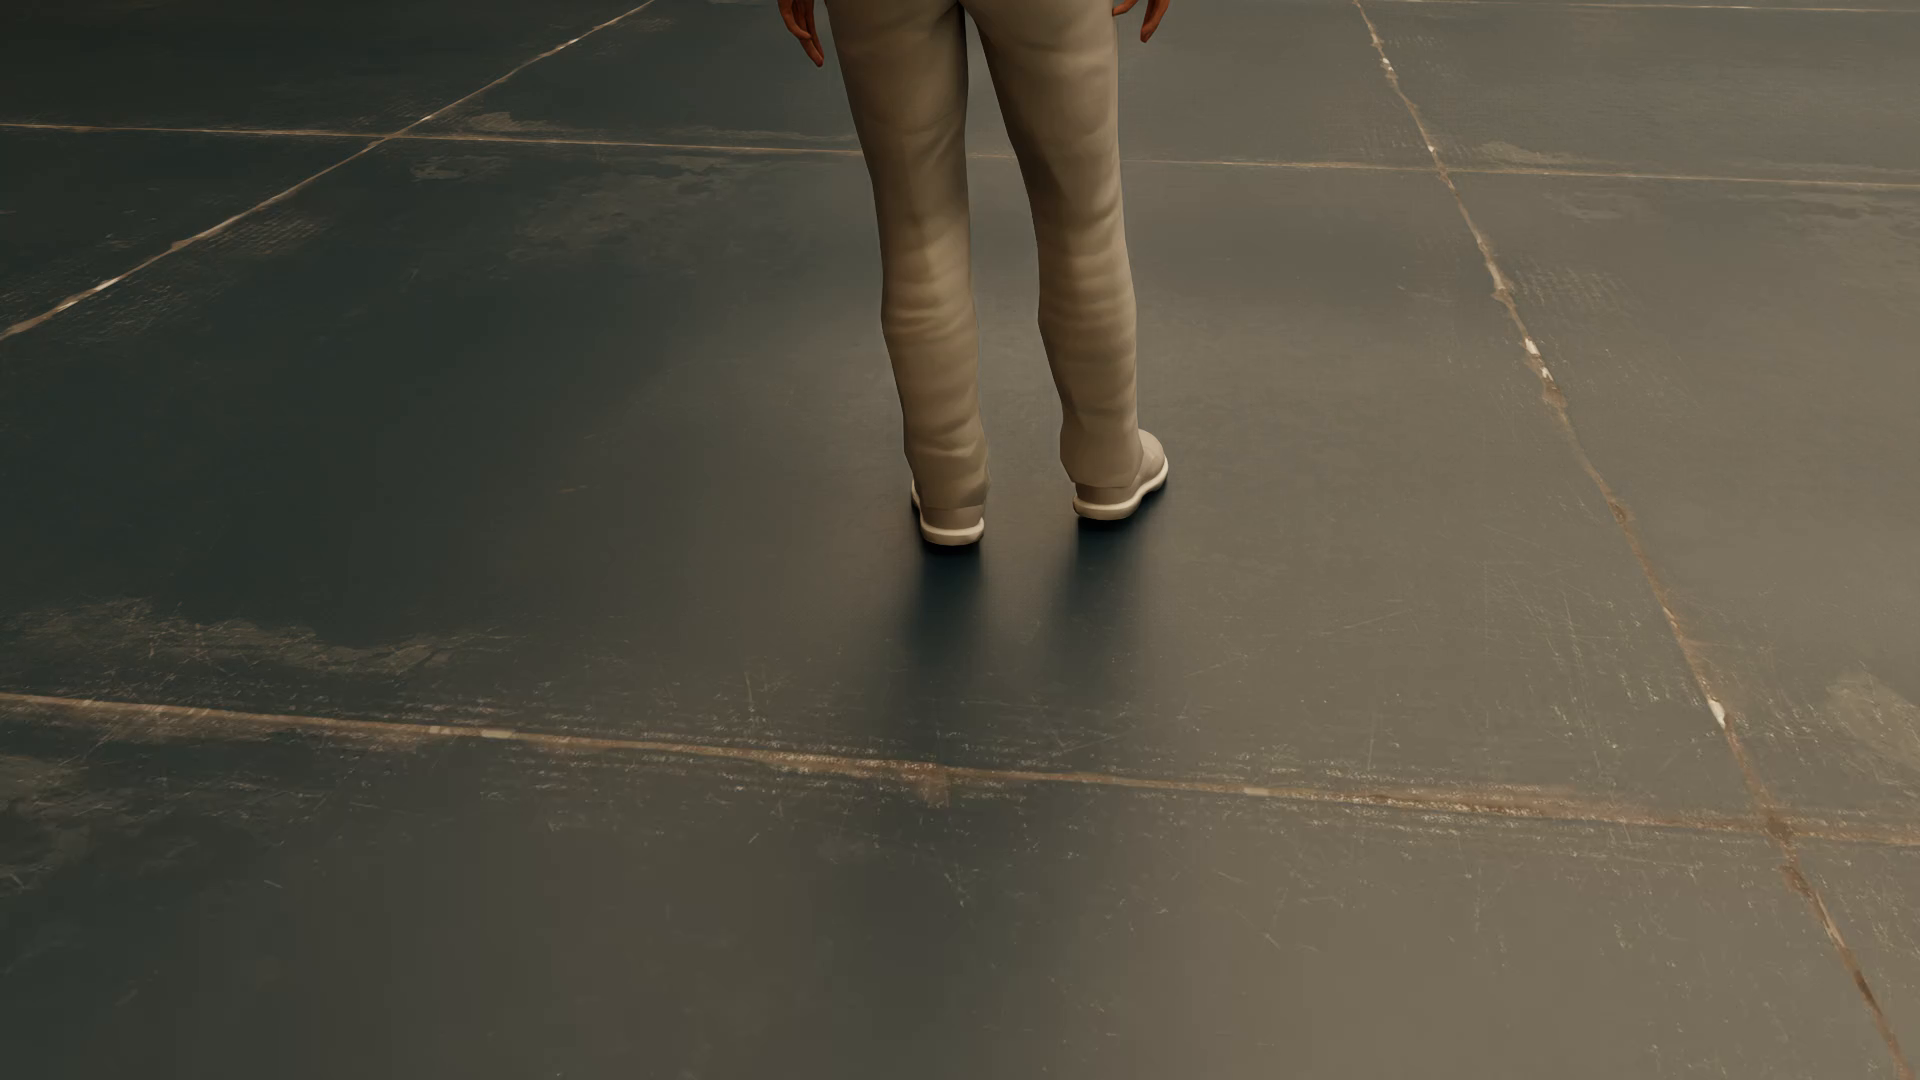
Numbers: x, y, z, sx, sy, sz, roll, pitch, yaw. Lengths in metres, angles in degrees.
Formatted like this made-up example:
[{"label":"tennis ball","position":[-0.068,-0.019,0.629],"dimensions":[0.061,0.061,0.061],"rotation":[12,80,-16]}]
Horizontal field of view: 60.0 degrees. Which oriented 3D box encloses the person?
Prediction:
[{"label":"person","position":[0.030,-0.796,2.182],"dimensions":[0.569,1.694,0.530],"rotation":[3,27,7]}]
